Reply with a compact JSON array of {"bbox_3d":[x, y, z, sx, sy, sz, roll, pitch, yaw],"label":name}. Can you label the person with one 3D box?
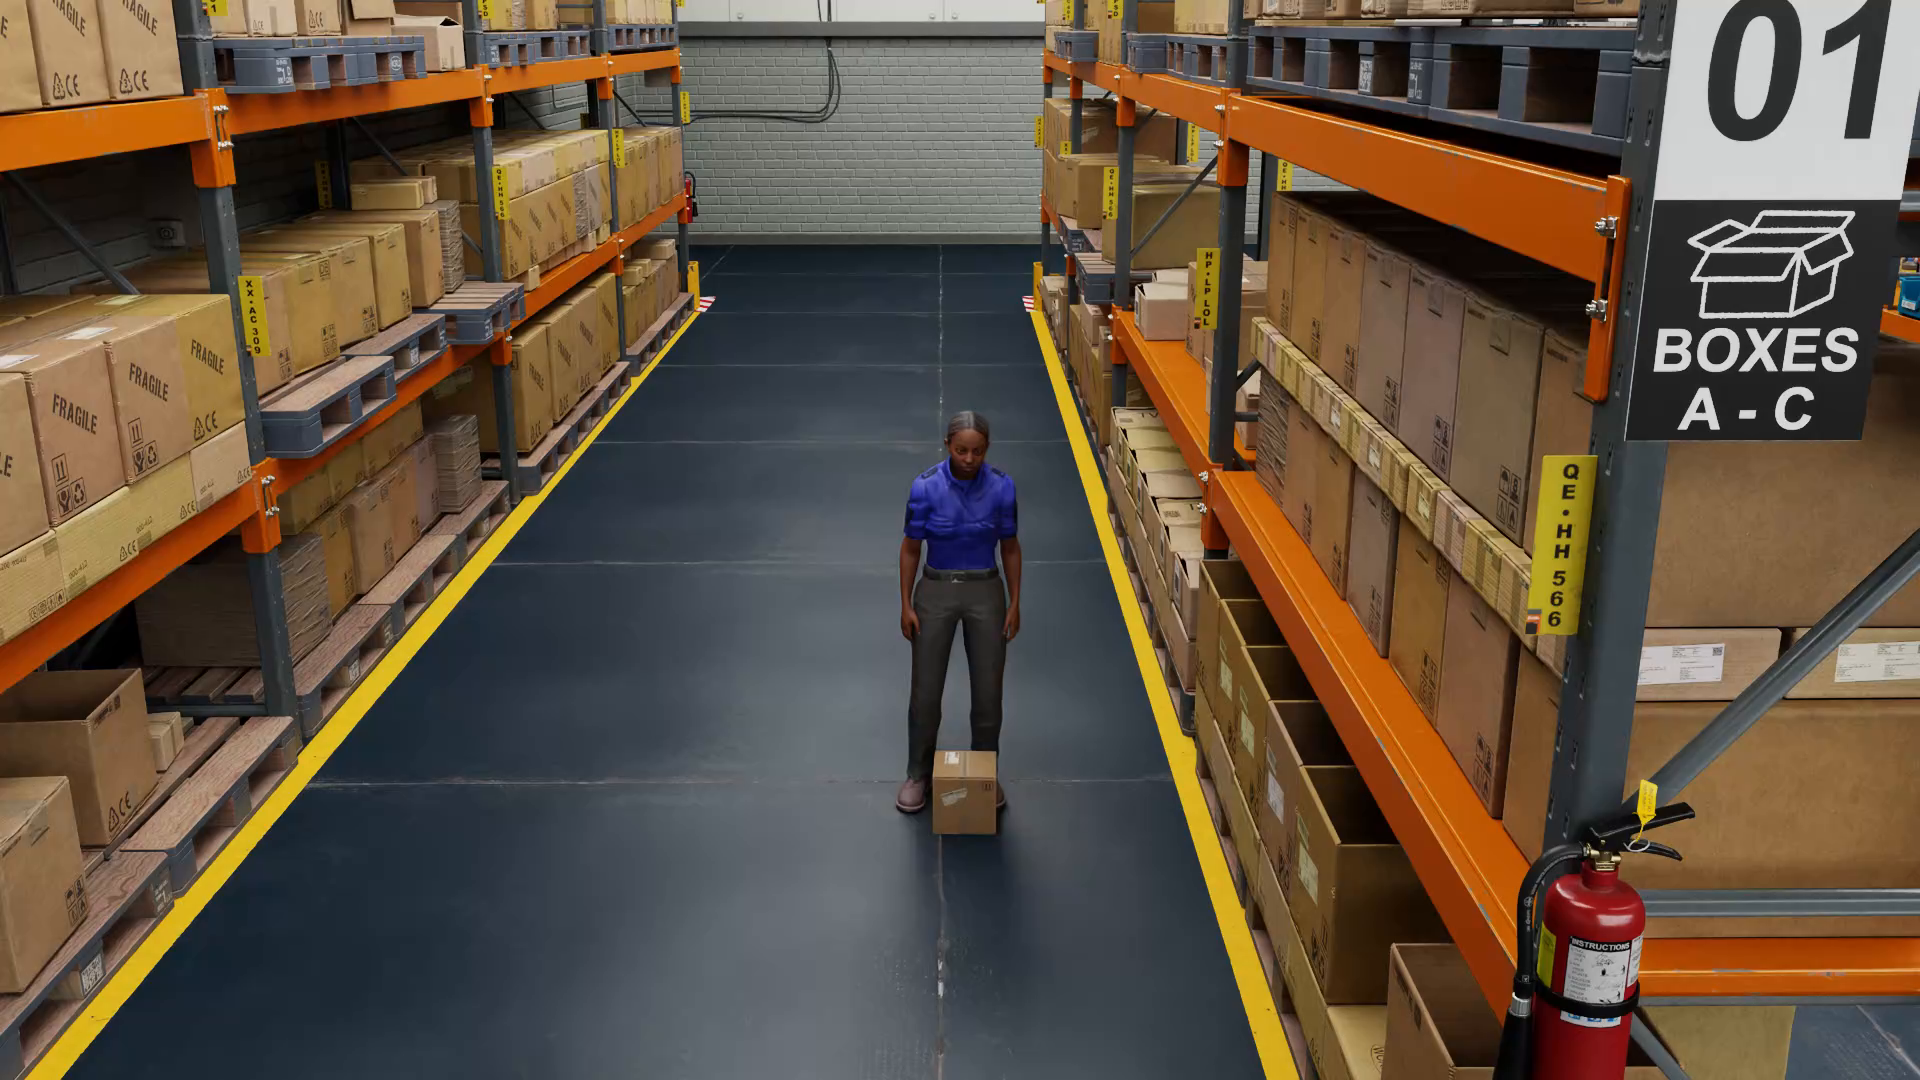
[{"bbox_3d":[-0.008,0.272,6.680,0.520,1.653,0.349,-1,17,-3],"label":"person"}]
